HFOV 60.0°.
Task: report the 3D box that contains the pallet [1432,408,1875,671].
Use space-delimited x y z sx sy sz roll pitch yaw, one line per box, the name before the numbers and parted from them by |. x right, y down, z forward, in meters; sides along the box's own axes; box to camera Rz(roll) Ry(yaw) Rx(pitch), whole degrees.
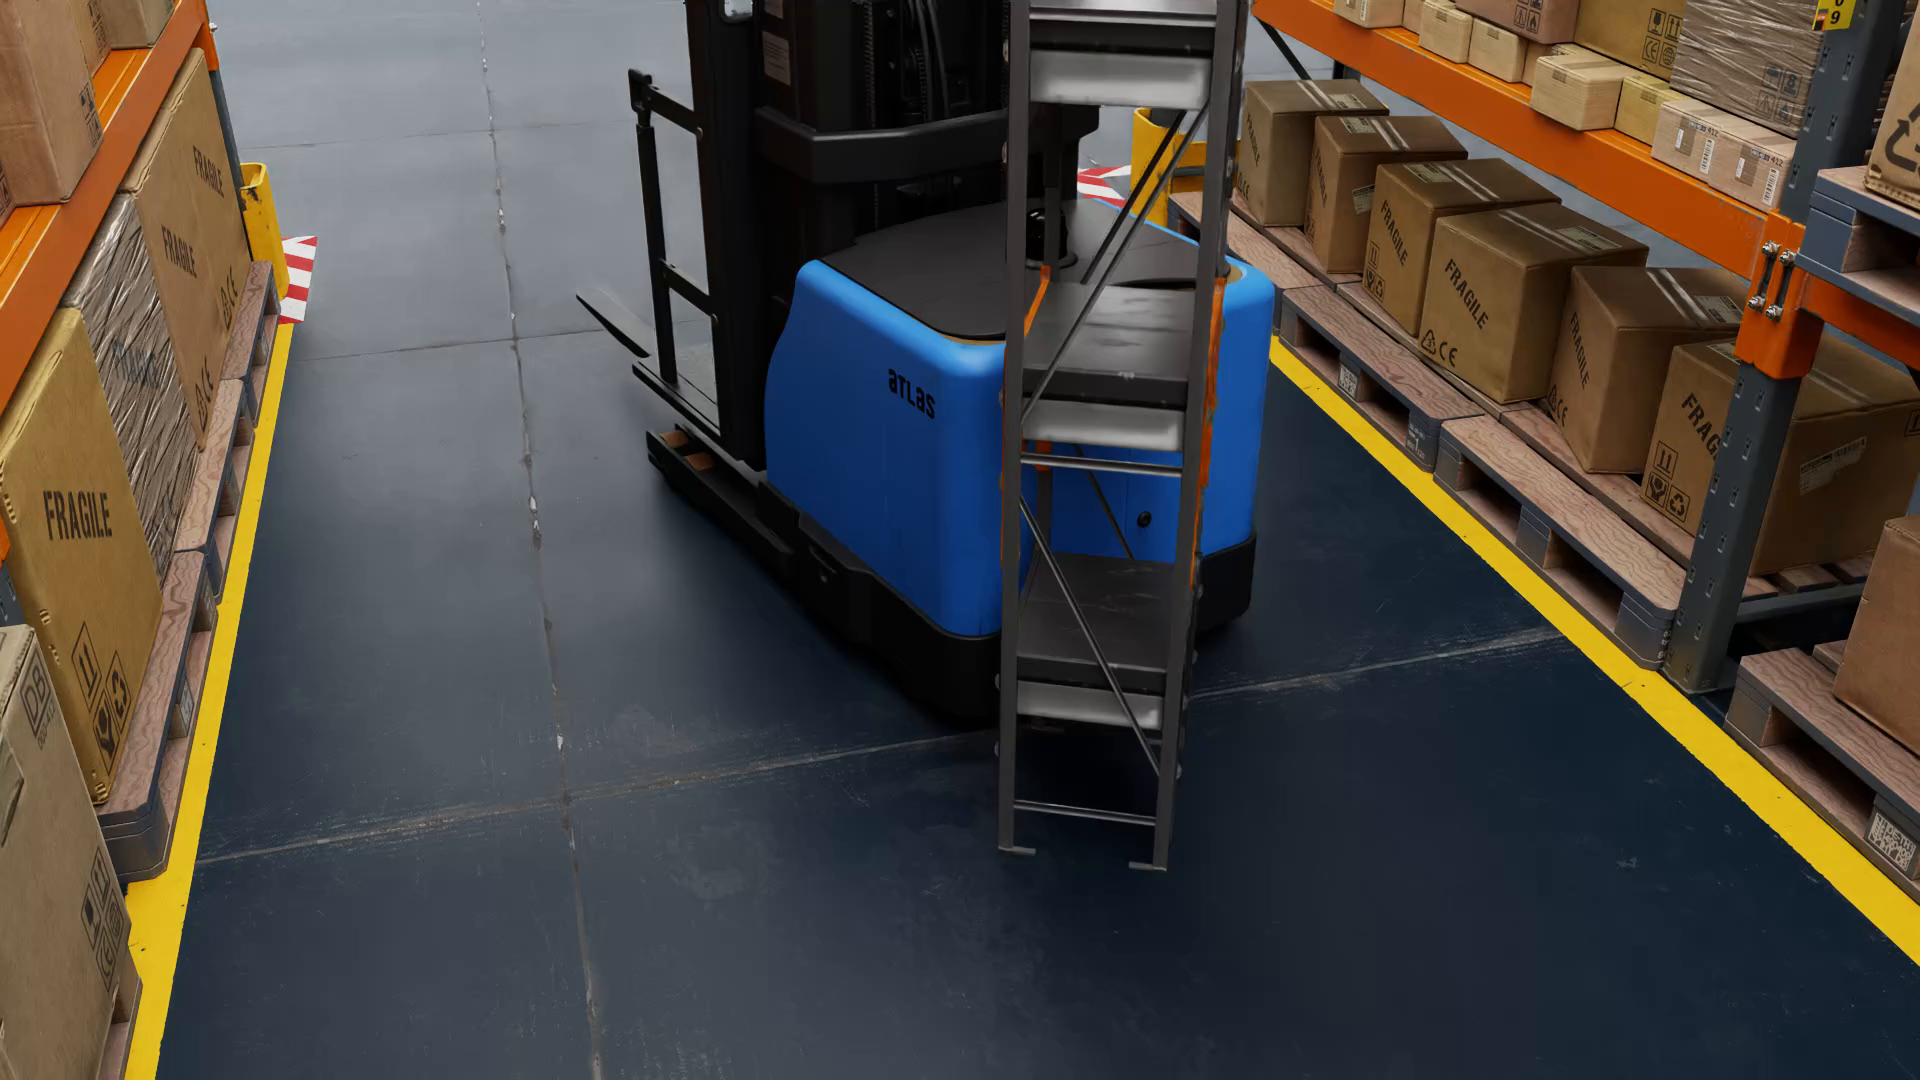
pallet | 2.226 -0.078 5.175 1.003 0.211 1.213 -8 31 -13

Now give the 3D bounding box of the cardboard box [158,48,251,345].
cardboard box | -3.189 -1.230 6.083 0.875 0.875 0.875 -8 31 -13

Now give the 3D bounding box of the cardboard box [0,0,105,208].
cardboard box | -2.678 -1.135 4.068 0.875 0.550 0.550 -8 31 -13

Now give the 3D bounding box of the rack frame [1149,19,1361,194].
rack frame | 1.377 -2.897 7.262 1.000 3.000 0.127 -8 31 -13

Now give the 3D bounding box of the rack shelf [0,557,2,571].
rack shelf | -1.840 0.922 1.380 1.077 0.370 4.000 -8 31 -13

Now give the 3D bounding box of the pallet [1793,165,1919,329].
pallet | 2.501 -0.494 3.301 1.003 0.211 1.213 -8 31 -13

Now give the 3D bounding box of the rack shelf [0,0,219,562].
rack shelf | -2.901 -1.009 4.718 1.077 0.370 4.000 -8 31 -13

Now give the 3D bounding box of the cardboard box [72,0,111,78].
cardboard box | -3.095 -1.629 4.920 0.875 0.550 0.550 -8 31 -13

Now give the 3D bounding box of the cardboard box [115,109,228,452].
cardboard box | -2.953 -0.806 5.349 0.875 0.875 0.875 -8 31 -14

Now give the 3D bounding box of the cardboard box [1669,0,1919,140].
cardboard box | 2.379 -1.363 4.214 0.875 0.500 0.500 -8 31 -13

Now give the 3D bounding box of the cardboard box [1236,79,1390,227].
cardboard box | 1.526 -1.694 7.258 0.500 0.500 0.500 -2 30 -4

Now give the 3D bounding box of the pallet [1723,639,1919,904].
pallet | 2.646 0.617 3.973 1.003 0.211 1.213 -8 31 -13

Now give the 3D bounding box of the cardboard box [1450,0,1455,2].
cardboard box | 1.957 -2.084 5.460 0.875 0.500 0.500 -8 31 -13

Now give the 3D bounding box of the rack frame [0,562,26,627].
rack frame | -2.371 -0.355 2.869 1.000 3.000 0.127 -8 31 -13

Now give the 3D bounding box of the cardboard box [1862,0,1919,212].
cardboard box | 2.514 -1.005 2.973 1.000 1.000 1.000 -8 31 -13

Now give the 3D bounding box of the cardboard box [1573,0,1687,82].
cardboard box | 2.280 -1.609 4.639 0.875 0.500 0.500 -8 31 -13

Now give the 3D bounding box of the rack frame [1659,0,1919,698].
rack frame | 2.438 -0.966 3.924 1.000 3.000 0.127 -8 31 -13

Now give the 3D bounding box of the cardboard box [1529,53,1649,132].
cardboard box | 1.858 -1.278 4.715 0.380 0.149 0.250 -8 31 -13

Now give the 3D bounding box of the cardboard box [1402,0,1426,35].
cardboard box | 1.721 -1.779 5.580 0.380 0.149 0.250 -8 31 -13

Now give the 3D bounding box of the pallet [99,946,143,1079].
pallet | -2.093 1.215 2.941 1.003 0.211 1.213 -8 31 -13

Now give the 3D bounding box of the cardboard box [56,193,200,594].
cardboard box | -2.713 -0.365 4.588 0.875 0.875 0.875 -8 31 -13

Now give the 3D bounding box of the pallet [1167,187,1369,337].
pallet | 1.578 -1.257 7.211 1.003 0.211 1.213 -8 31 -13

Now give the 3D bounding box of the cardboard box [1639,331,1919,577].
cardboard box | 2.371 -0.264 4.788 0.500 0.500 0.500 -9 31 -15

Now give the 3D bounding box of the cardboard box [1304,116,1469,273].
cardboard box | 1.718 -1.409 6.767 0.500 0.500 0.500 0 30 0

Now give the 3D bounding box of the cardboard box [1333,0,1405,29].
cardboard box | 1.527 -1.882 5.758 0.380 0.149 0.250 -8 31 -13

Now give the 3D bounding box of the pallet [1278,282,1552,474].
pallet | 1.899 -0.669 6.195 1.003 0.211 1.213 -8 31 -13

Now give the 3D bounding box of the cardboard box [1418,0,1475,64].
cardboard box | 1.714 -1.648 5.354 0.380 0.149 0.250 -8 31 -13

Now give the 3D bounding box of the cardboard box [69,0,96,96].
cardboard box | -2.915 -1.378 4.487 0.875 0.550 0.500 -8 31 -13

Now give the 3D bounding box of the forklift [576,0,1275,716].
forklift | -0.392 -1.506 4.926 1.130 2.935 3.031 -18 35 -28

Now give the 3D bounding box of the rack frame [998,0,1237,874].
rack frame | 0.289 -0.149 3.412 0.400 2.100 0.015 6 31 10

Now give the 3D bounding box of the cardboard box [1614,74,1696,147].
cardboard box | 2.032 -1.172 4.532 0.380 0.149 0.250 -8 31 -13

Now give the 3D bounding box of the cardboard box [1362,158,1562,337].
cardboard box | 1.866 -1.105 6.240 0.500 0.500 0.500 -5 30 -9

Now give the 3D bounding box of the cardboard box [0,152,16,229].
cardboard box | -2.648 -0.859 3.590 0.875 0.550 0.550 -8 31 -13

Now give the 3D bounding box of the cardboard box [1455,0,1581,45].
cardboard box | 2.050 -1.837 5.033 0.875 0.500 0.500 -8 31 -13

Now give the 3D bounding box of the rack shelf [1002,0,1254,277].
rack shelf | 0.337 -0.863 3.275 0.431 0.518 0.480 6 31 10

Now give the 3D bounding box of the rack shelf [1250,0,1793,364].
rack shelf | 1.908 -1.620 5.773 1.077 0.370 4.000 -8 31 -13

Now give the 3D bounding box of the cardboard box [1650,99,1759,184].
cardboard box | 2.041 -1.044 4.309 0.380 0.149 0.250 -8 31 -13

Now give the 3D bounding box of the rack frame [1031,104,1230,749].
rack frame | 0.385 -0.389 3.826 0.400 2.100 0.015 6 31 10

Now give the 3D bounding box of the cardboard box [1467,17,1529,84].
cardboard box | 1.814 -1.532 5.153 0.380 0.149 0.250 -8 31 -13

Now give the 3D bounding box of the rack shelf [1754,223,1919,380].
rack shelf | 2.969 0.312 2.435 1.077 0.370 4.000 -8 31 -13

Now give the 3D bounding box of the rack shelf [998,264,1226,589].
rack shelf | 0.337 -0.257 3.625 0.431 0.518 0.480 6 31 10

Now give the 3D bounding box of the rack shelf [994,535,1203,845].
rack shelf | 0.337 0.349 3.976 0.431 0.518 0.480 6 31 10

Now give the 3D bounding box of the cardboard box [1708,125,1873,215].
cardboard box | 2.098 -0.922 4.099 0.380 0.149 0.250 -8 31 -13

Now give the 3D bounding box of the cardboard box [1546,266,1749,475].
cardboard box | 2.211 -0.540 5.264 0.500 0.500 0.500 2 30 3

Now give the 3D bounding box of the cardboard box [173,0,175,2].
cardboard box | -3.290 -2.179 5.870 0.875 0.550 0.550 -8 31 -13

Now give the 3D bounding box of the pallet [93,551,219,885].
pallet | -2.497 0.474 4.220 1.003 0.211 1.213 -8 31 -13

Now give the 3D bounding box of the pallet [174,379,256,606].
pallet | -2.824 -0.116 5.240 1.003 0.211 1.213 -8 31 -13

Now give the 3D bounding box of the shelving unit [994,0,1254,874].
shelving unit | 0.337 -0.269 3.619 0.431 2.100 0.503 6 31 10

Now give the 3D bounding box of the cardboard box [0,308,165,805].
cardboard box | -2.470 0.070 3.837 0.875 0.875 0.875 -7 31 -13

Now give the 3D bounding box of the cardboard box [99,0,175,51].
cardboard box | -3.123 -1.916 5.416 0.875 0.550 0.550 -8 31 -13

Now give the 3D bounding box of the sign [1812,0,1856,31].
sign | 1.917 -1.264 3.576 0.100 0.325 0.005 -8 31 -13

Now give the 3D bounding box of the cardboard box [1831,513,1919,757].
cardboard box | 2.581 0.225 3.923 0.700 0.500 0.500 -10 32 -17

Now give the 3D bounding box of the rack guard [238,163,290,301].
rack guard | -3.439 -1.217 6.853 1.175 0.500 0.348 -8 31 -13

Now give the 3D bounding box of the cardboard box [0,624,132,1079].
cardboard box | -2.119 0.725 2.830 1.050 0.750 0.750 -8 31 -14

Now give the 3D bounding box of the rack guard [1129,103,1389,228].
rack guard | 1.397 -1.779 7.824 1.175 0.500 0.348 -8 31 -13

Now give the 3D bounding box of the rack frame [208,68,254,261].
rack frame | -3.432 -2.287 6.207 1.000 3.000 0.127 -8 31 -13

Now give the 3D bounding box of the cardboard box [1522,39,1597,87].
cardboard box | 1.919 -1.417 4.954 0.380 0.149 0.250 -8 31 -13

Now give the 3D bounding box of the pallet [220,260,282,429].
pallet | -3.145 -0.704 6.256 1.003 0.211 1.213 -8 31 -13

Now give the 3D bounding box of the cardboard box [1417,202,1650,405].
cardboard box | 1.971 -0.829 5.764 0.500 0.500 0.500 -11 32 -18
